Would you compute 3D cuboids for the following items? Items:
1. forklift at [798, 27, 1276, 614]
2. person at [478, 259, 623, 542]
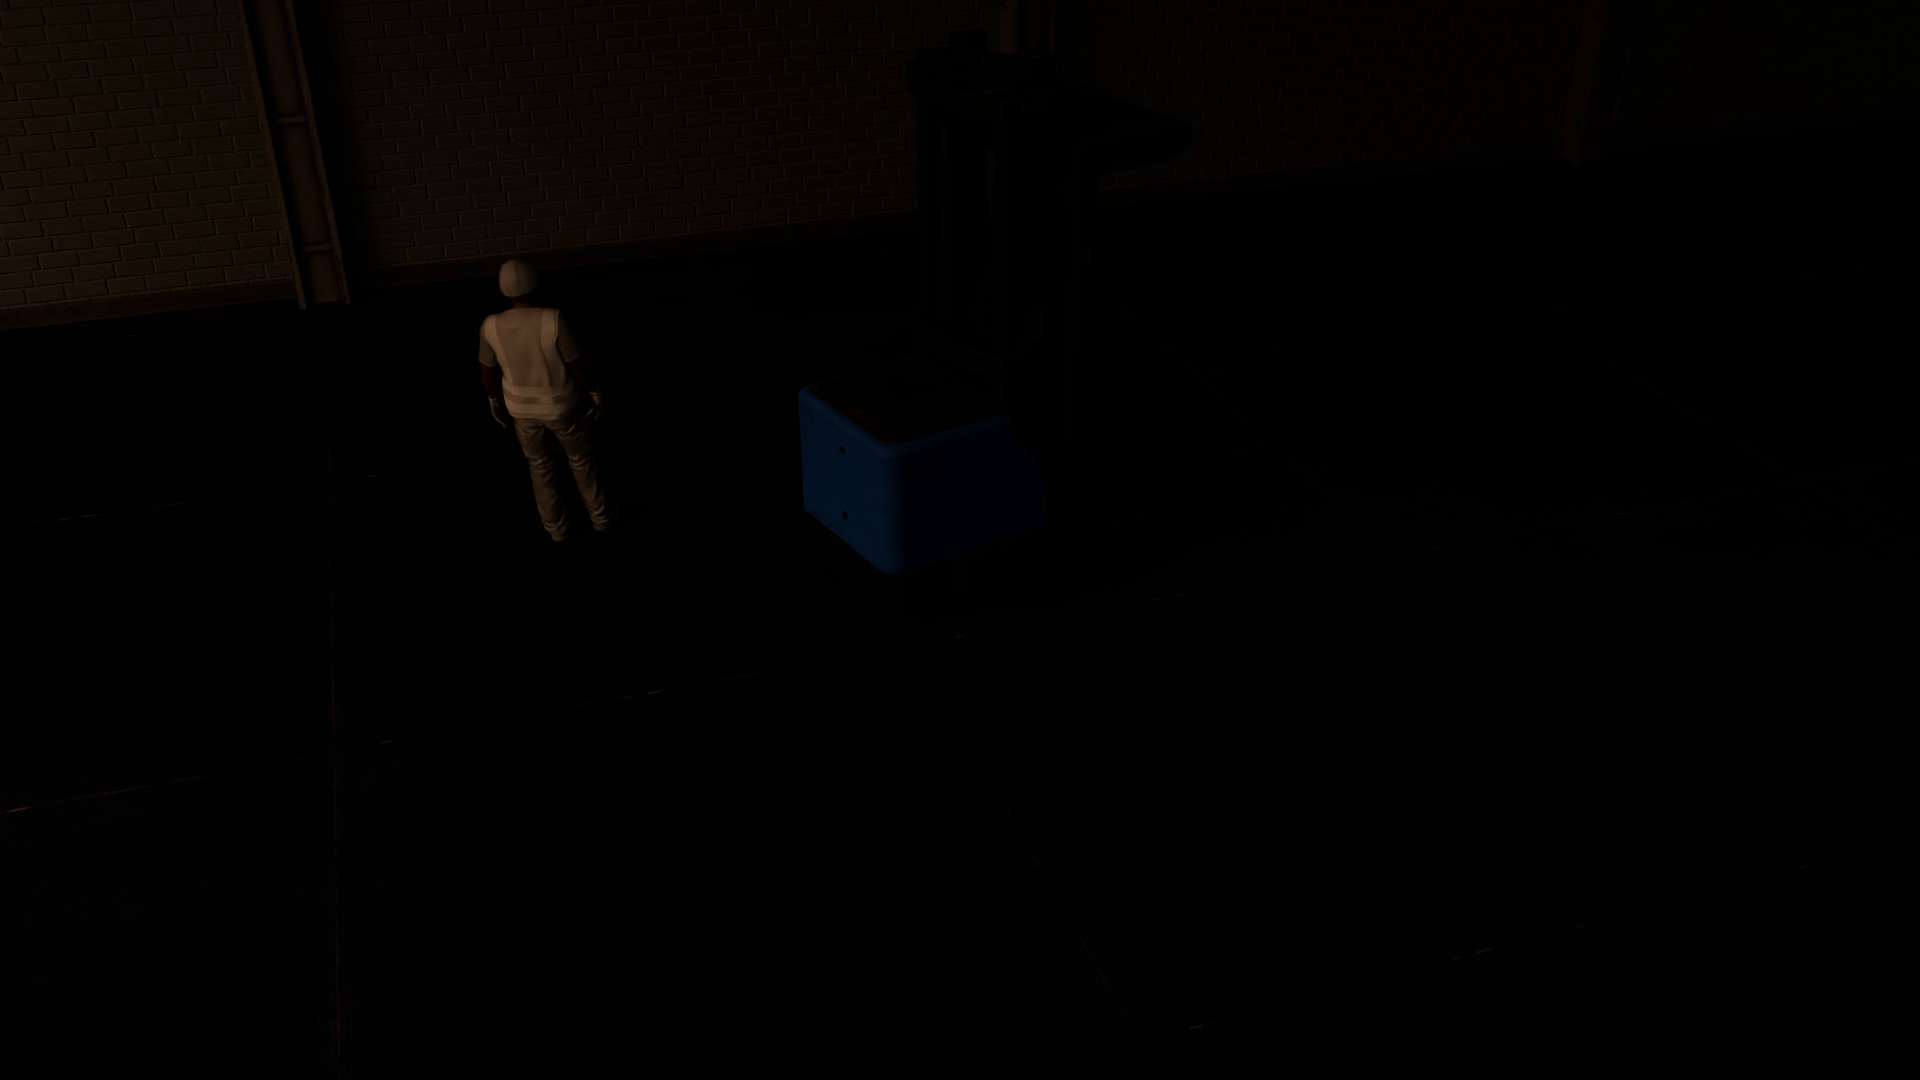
[{"bbox_3d":[0.583,-1.417,9.550,3.031,2.935,1.130,-18,35,-29],"label":"forklift"},{"bbox_3d":[-2.395,-0.827,9.663,0.660,1.783,0.578,0,30,0],"label":"person"}]
